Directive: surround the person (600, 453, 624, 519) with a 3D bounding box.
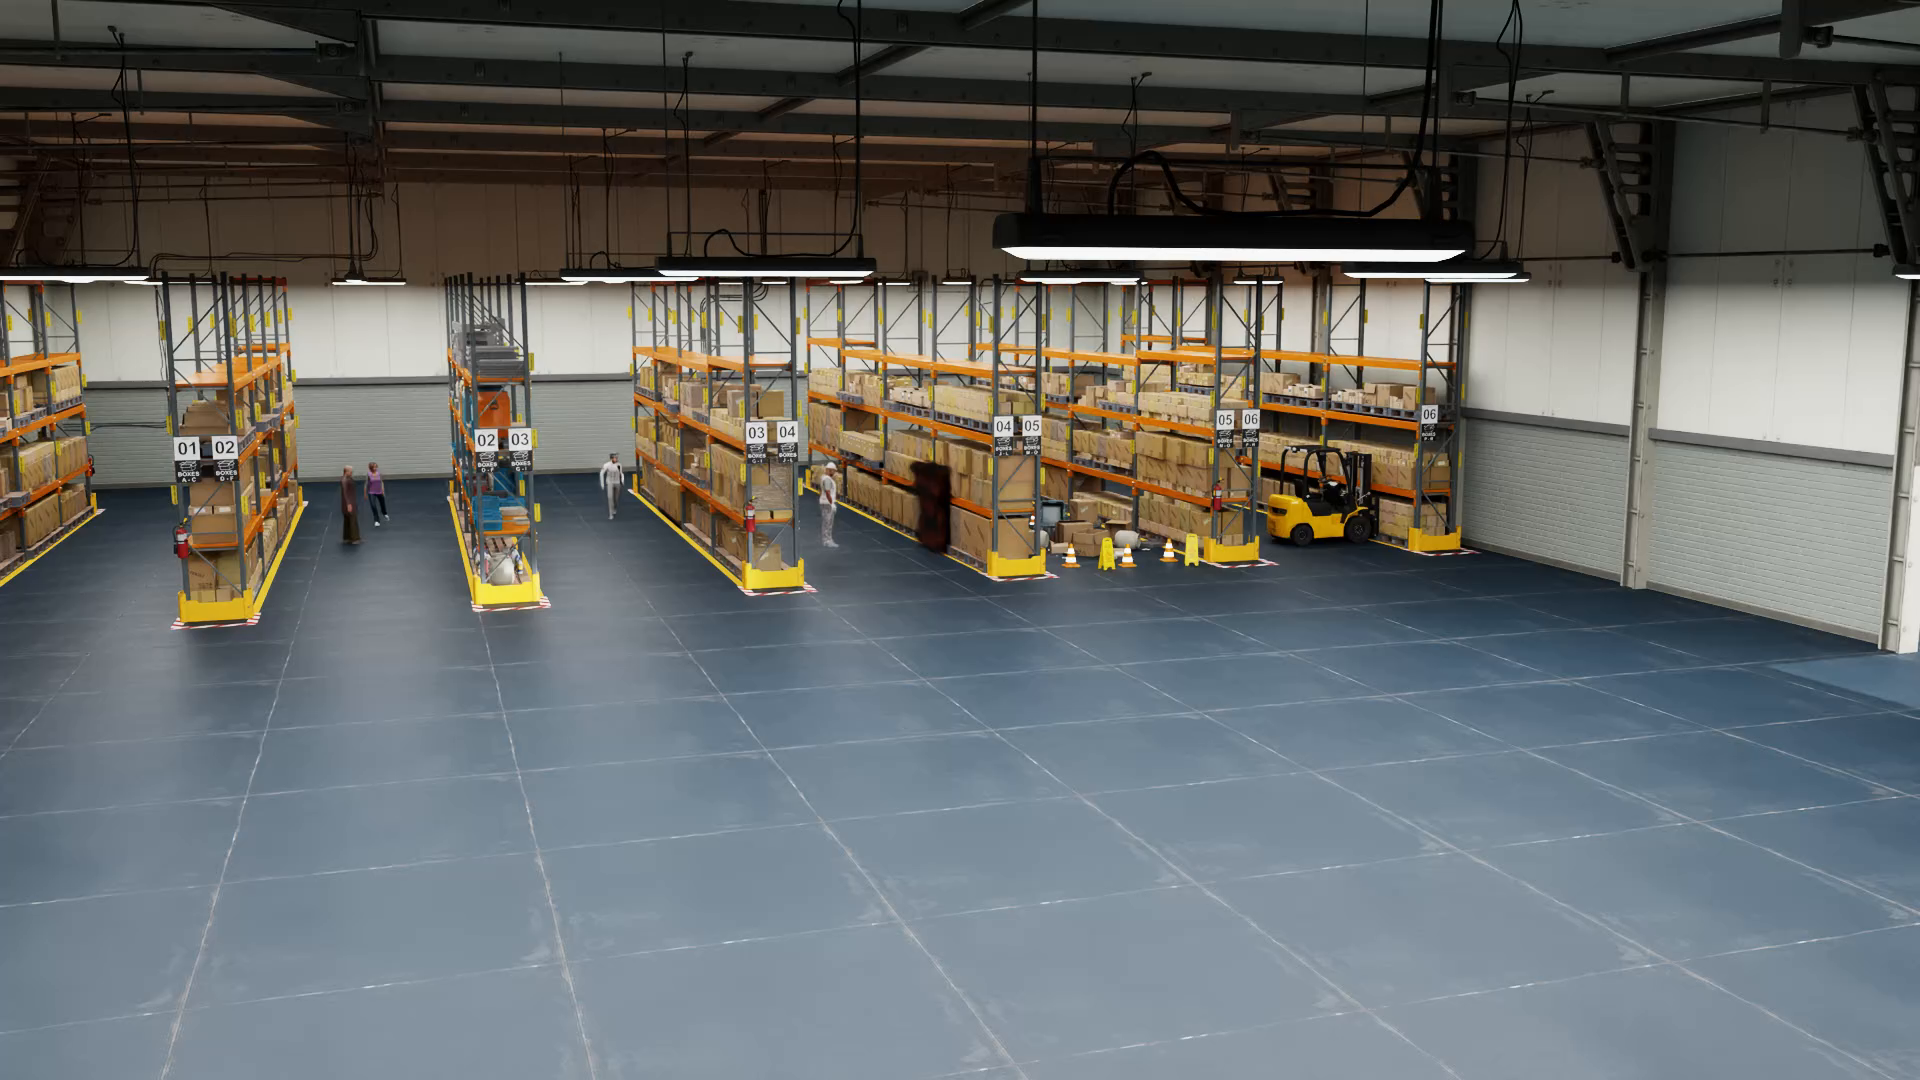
[{"bbox_3d":[-8.768,-1.379,41.937,0.585,1.672,0.897,-2,9,-14],"label":"person"}]

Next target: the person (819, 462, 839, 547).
[{"bbox_3d":[-2.786,-0.734,35.214,0.547,1.826,0.606,2,9,14],"label":"person"}]

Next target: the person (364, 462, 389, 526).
[{"bbox_3d":[-14.197,-1.139,40.396,0.528,1.555,0.736,-2,9,-15],"label":"person"}]

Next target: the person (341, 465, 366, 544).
[{"bbox_3d":[-13.660,-0.798,37.406,0.475,1.773,0.638,-4,10,-26],"label":"person"}]
